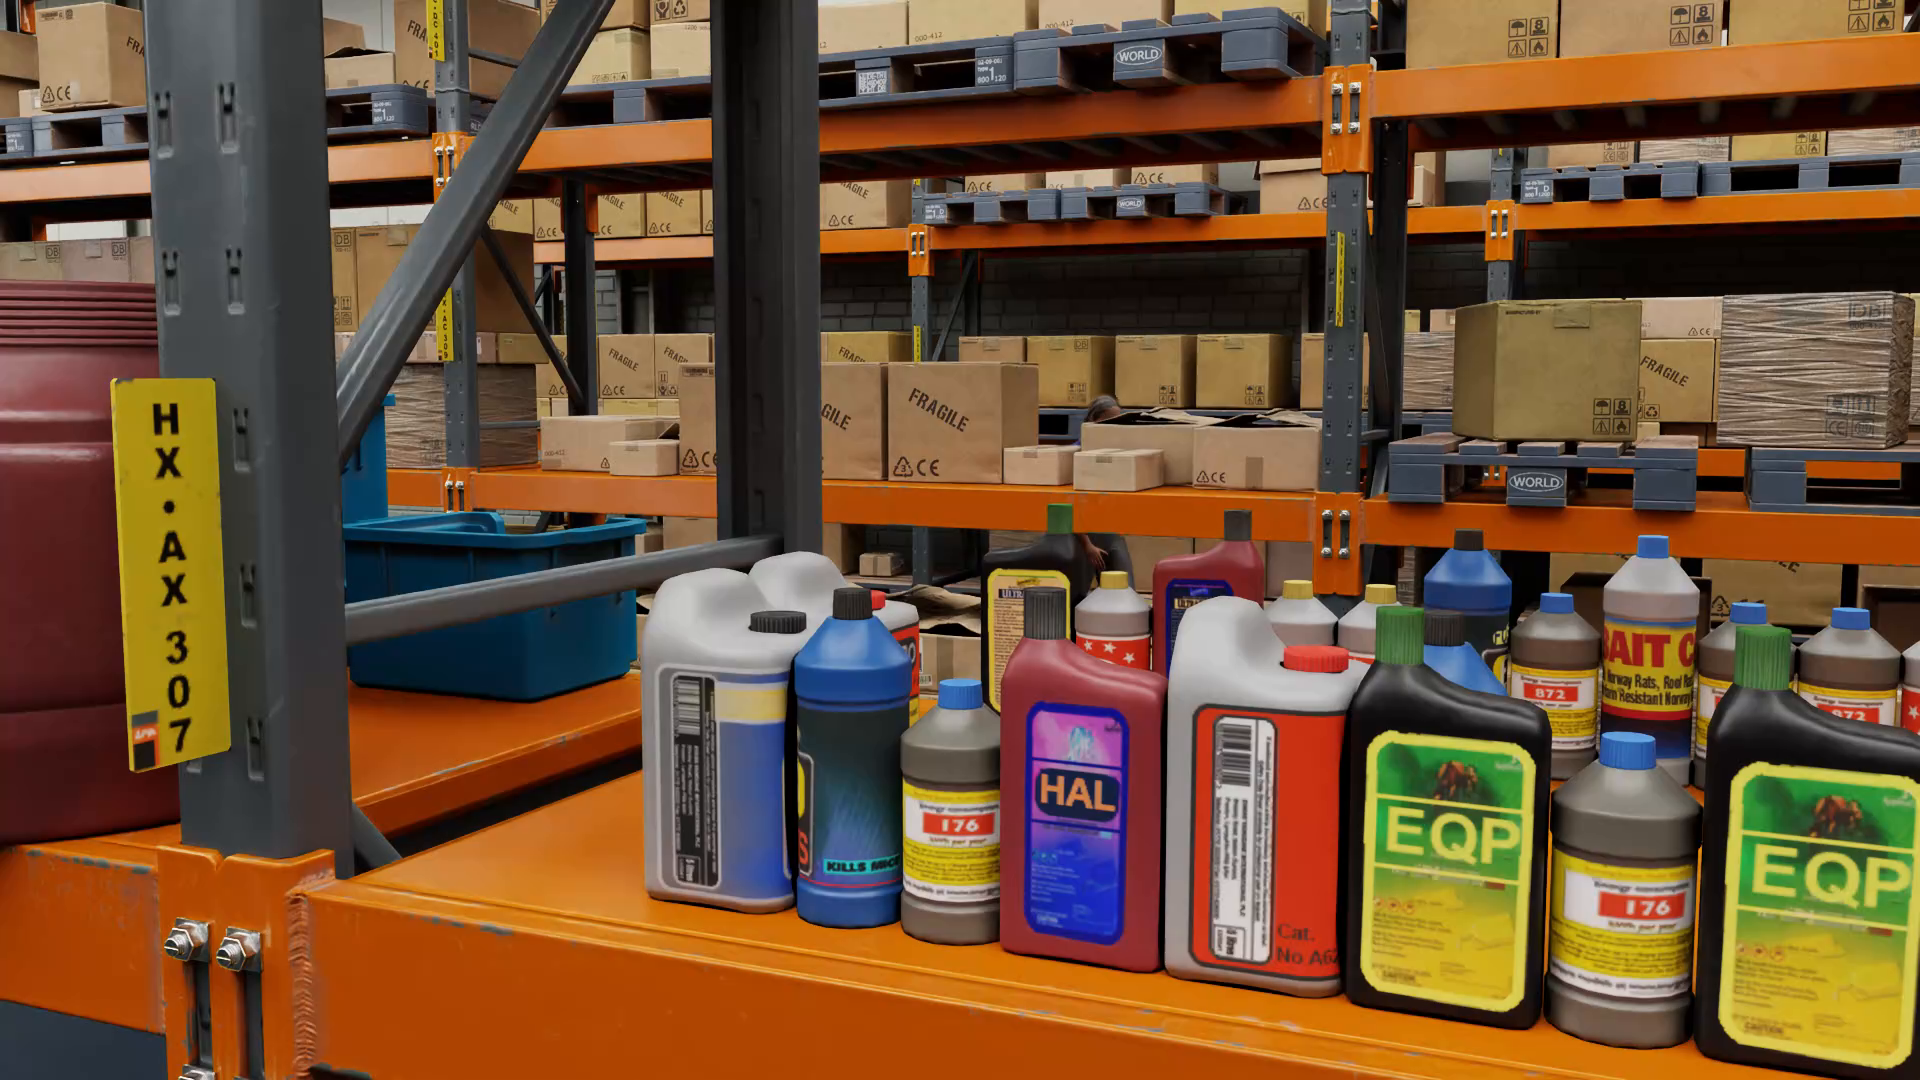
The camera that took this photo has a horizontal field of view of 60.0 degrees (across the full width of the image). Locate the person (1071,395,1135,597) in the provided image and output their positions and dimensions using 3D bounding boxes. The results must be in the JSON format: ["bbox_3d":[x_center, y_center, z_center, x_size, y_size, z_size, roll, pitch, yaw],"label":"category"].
[{"bbox_3d":[0.704,0.034,8.900,0.448,1.620,0.904,-4,7,-35],"label":"person"}]
